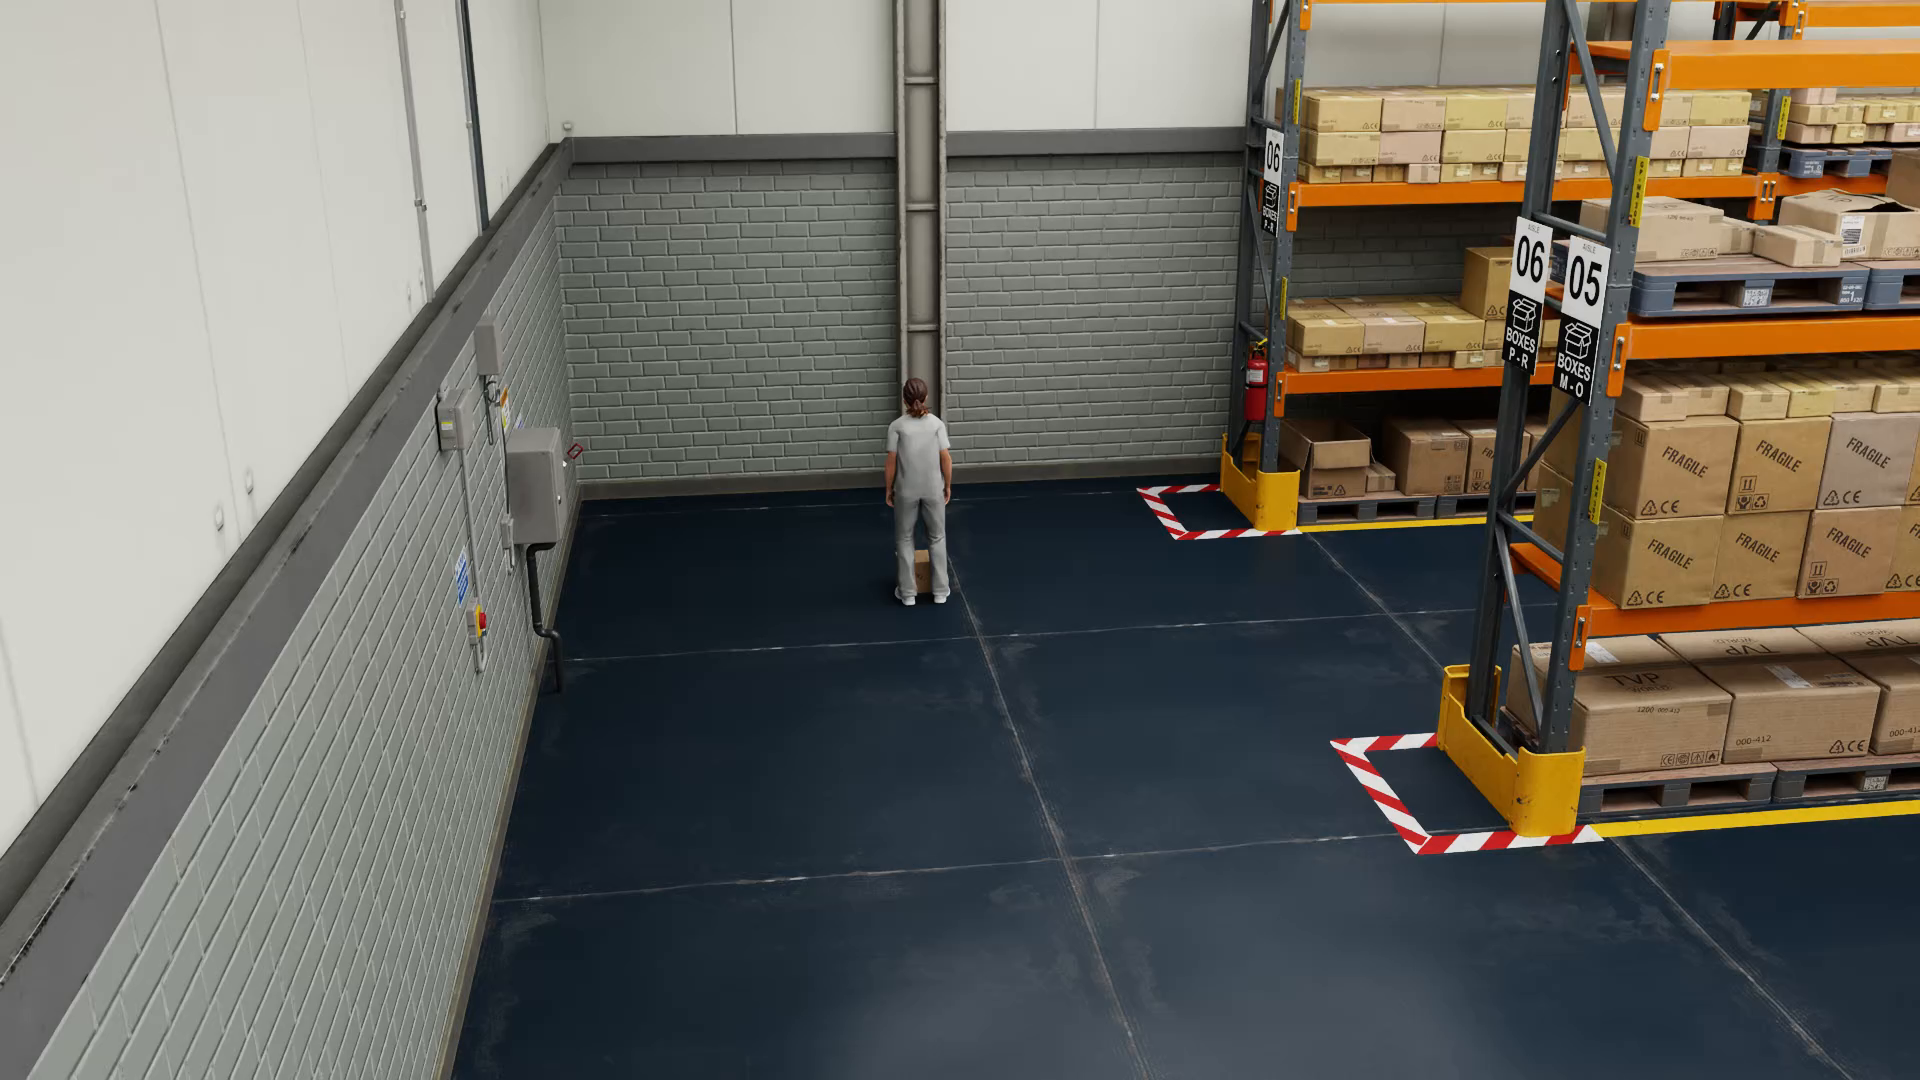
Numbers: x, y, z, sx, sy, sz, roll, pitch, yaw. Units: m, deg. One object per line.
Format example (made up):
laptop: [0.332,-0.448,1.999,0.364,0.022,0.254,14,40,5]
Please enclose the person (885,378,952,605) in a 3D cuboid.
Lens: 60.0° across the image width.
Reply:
person: [-0.301,-0.346,12.022,0.486,1.673,0.357,-3,20,-7]
